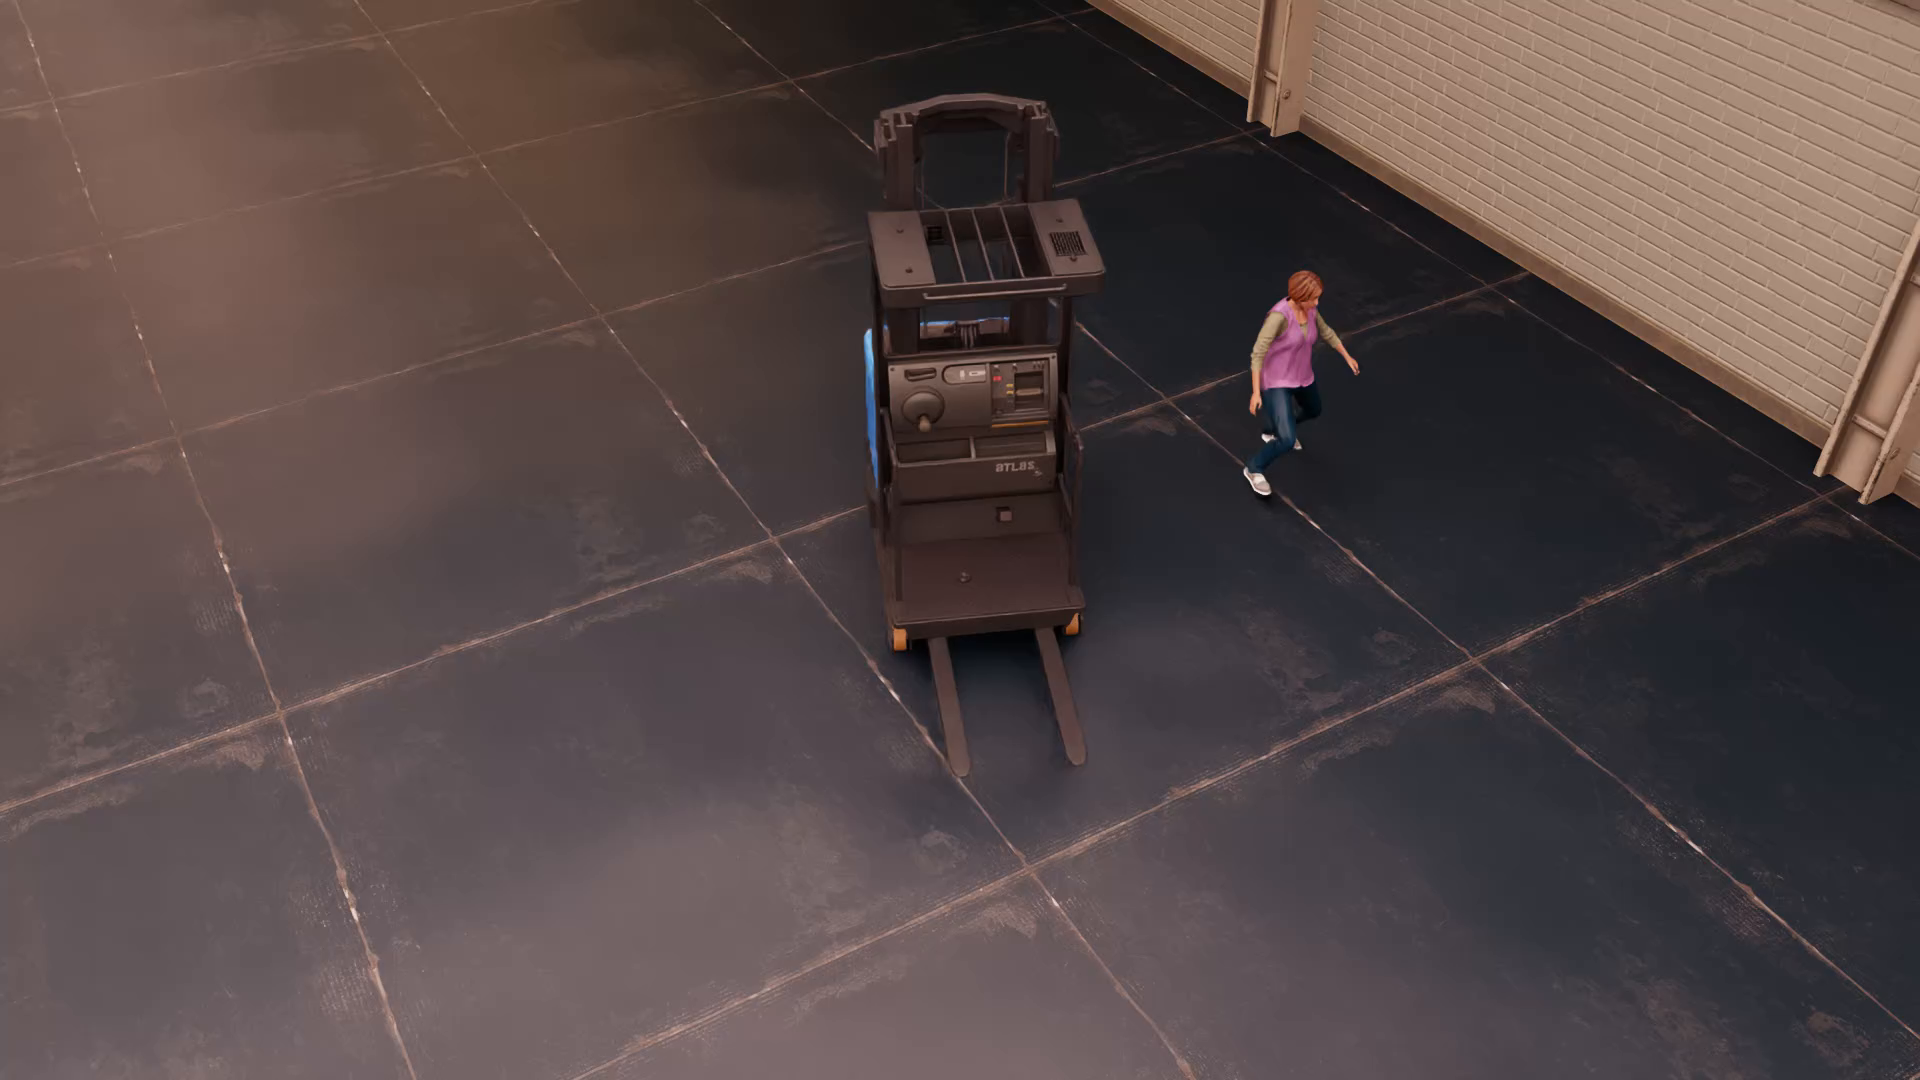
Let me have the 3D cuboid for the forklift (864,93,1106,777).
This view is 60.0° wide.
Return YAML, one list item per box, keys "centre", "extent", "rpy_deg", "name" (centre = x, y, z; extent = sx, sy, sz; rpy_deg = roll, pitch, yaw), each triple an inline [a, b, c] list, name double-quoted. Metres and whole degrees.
- centre: [0.106, -0.731, 8.918]
  extent: [1.130, 2.935, 3.031]
  rpy_deg: [-5, 40, -6]
  name: "forklift"

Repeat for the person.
- centre: [2.092, -1.023, 10.438]
  extent: [0.811, 1.474, 0.607]
  rpy_deg: [-27, 47, -28]
  name: "person"
